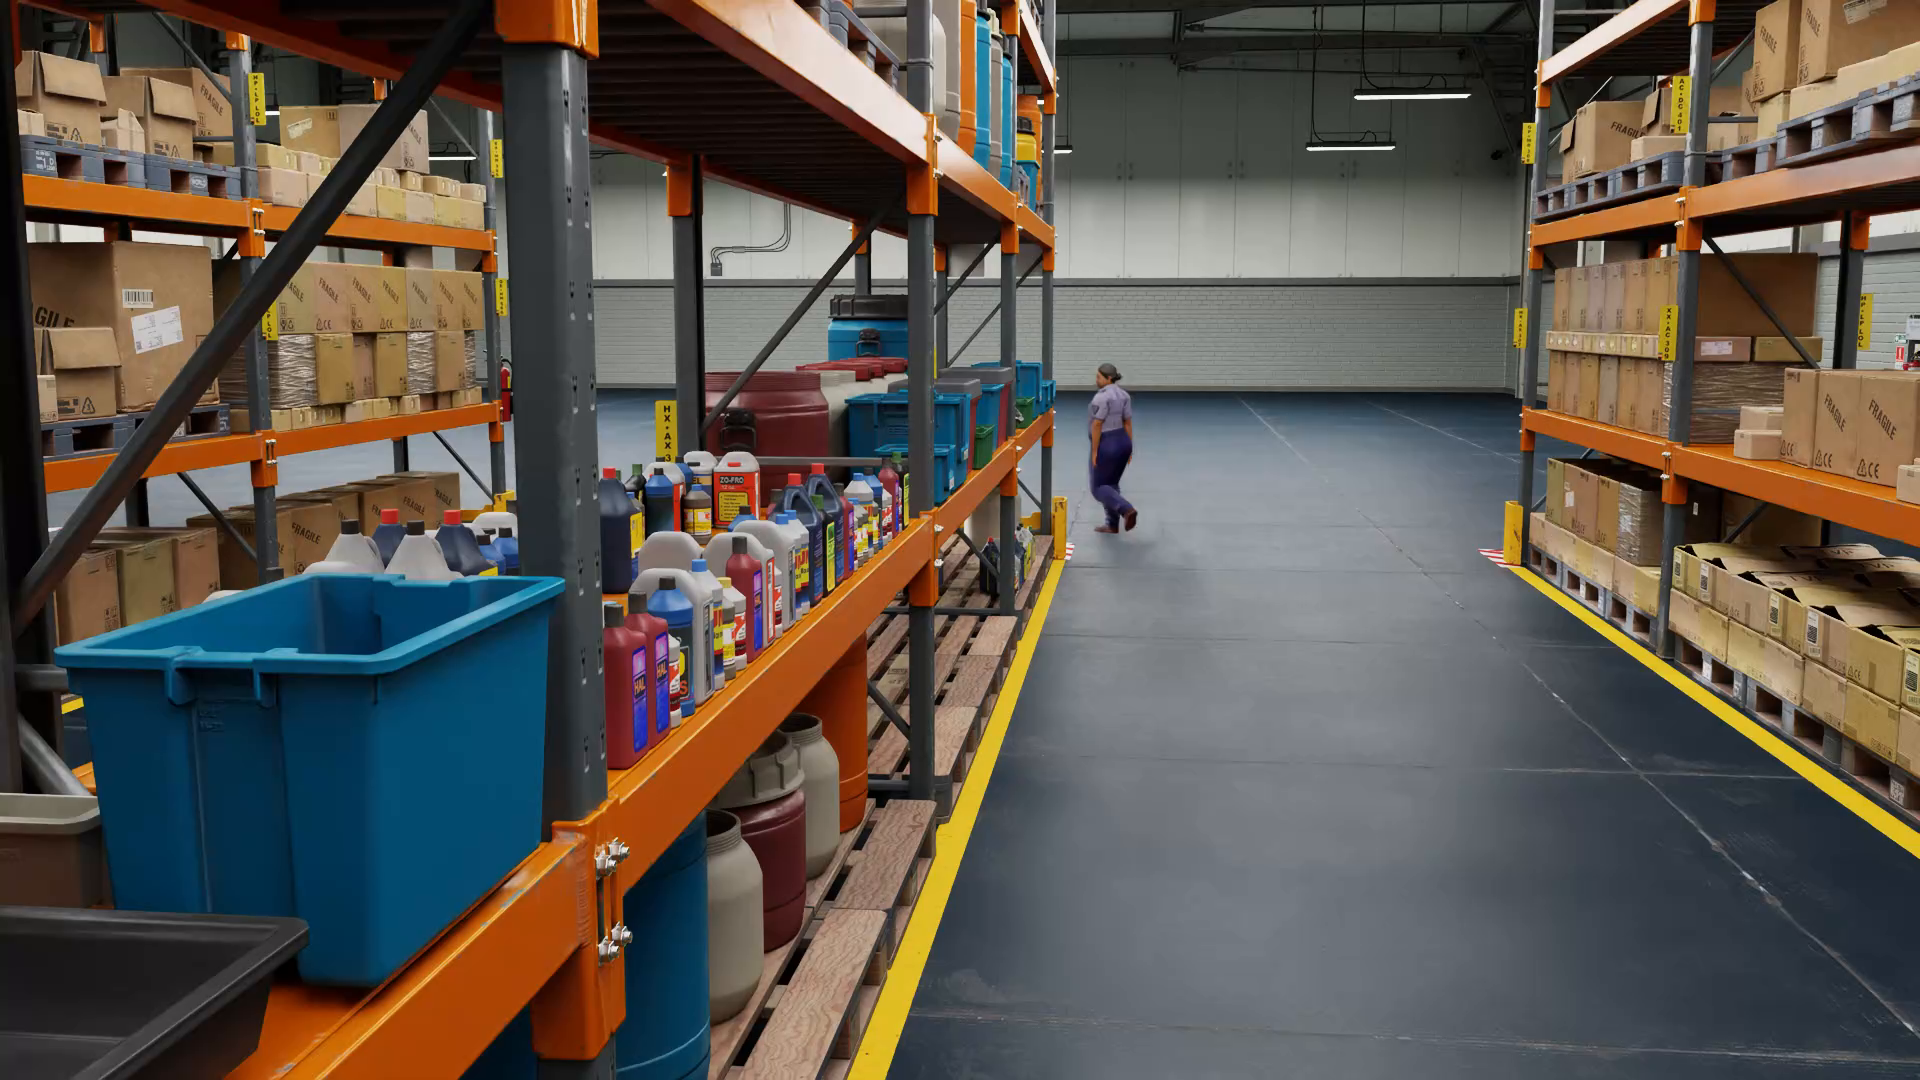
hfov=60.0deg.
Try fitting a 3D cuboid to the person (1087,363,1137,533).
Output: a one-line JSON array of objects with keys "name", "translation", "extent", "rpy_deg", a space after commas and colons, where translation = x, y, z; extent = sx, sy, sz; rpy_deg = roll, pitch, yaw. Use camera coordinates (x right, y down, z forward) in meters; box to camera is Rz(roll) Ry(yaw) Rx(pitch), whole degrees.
[{"name": "person", "translation": [1.429, -0.843, 15.547], "extent": [0.694, 1.618, 0.532], "rpy_deg": [8, 11, 44]}]
